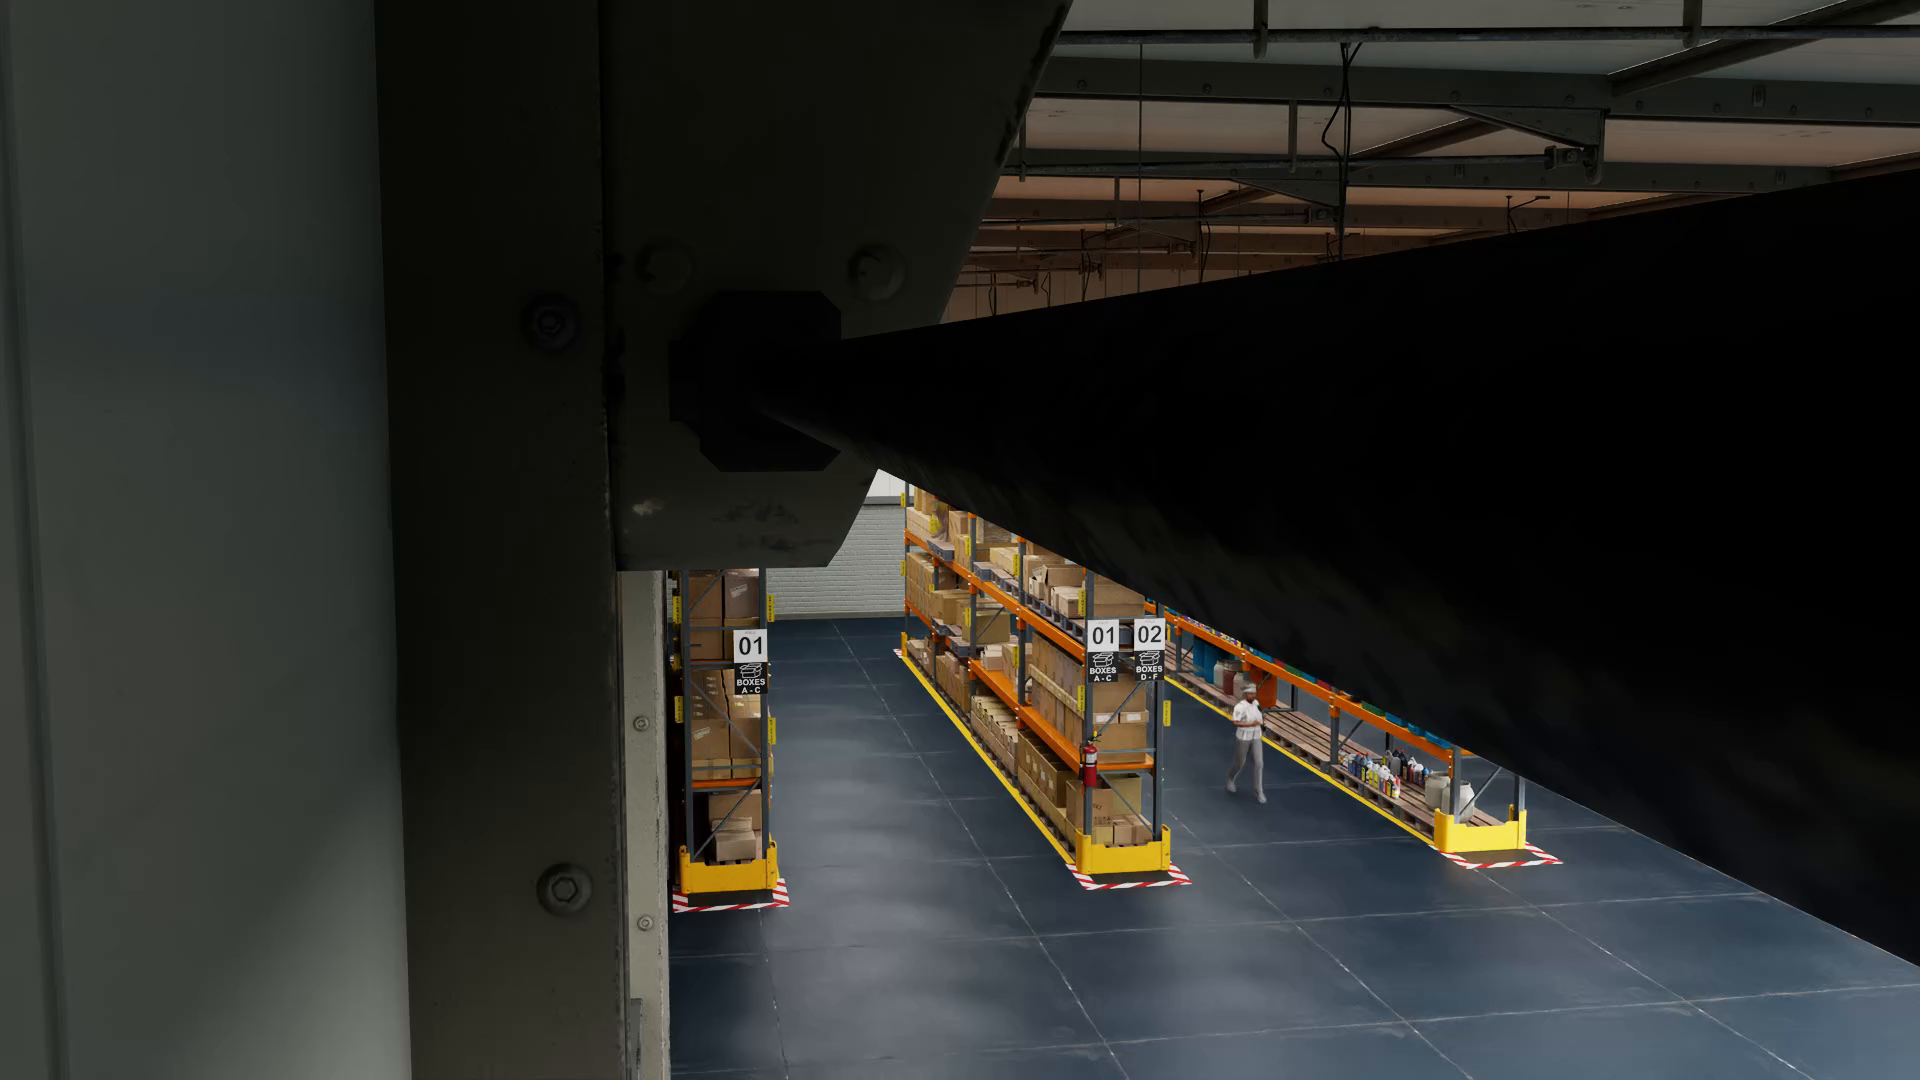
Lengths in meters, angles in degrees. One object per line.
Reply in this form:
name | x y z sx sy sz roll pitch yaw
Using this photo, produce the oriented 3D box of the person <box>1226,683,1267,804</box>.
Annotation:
person | 4.218 2.938 24.452 0.595 1.724 0.870 -3 6 -23
